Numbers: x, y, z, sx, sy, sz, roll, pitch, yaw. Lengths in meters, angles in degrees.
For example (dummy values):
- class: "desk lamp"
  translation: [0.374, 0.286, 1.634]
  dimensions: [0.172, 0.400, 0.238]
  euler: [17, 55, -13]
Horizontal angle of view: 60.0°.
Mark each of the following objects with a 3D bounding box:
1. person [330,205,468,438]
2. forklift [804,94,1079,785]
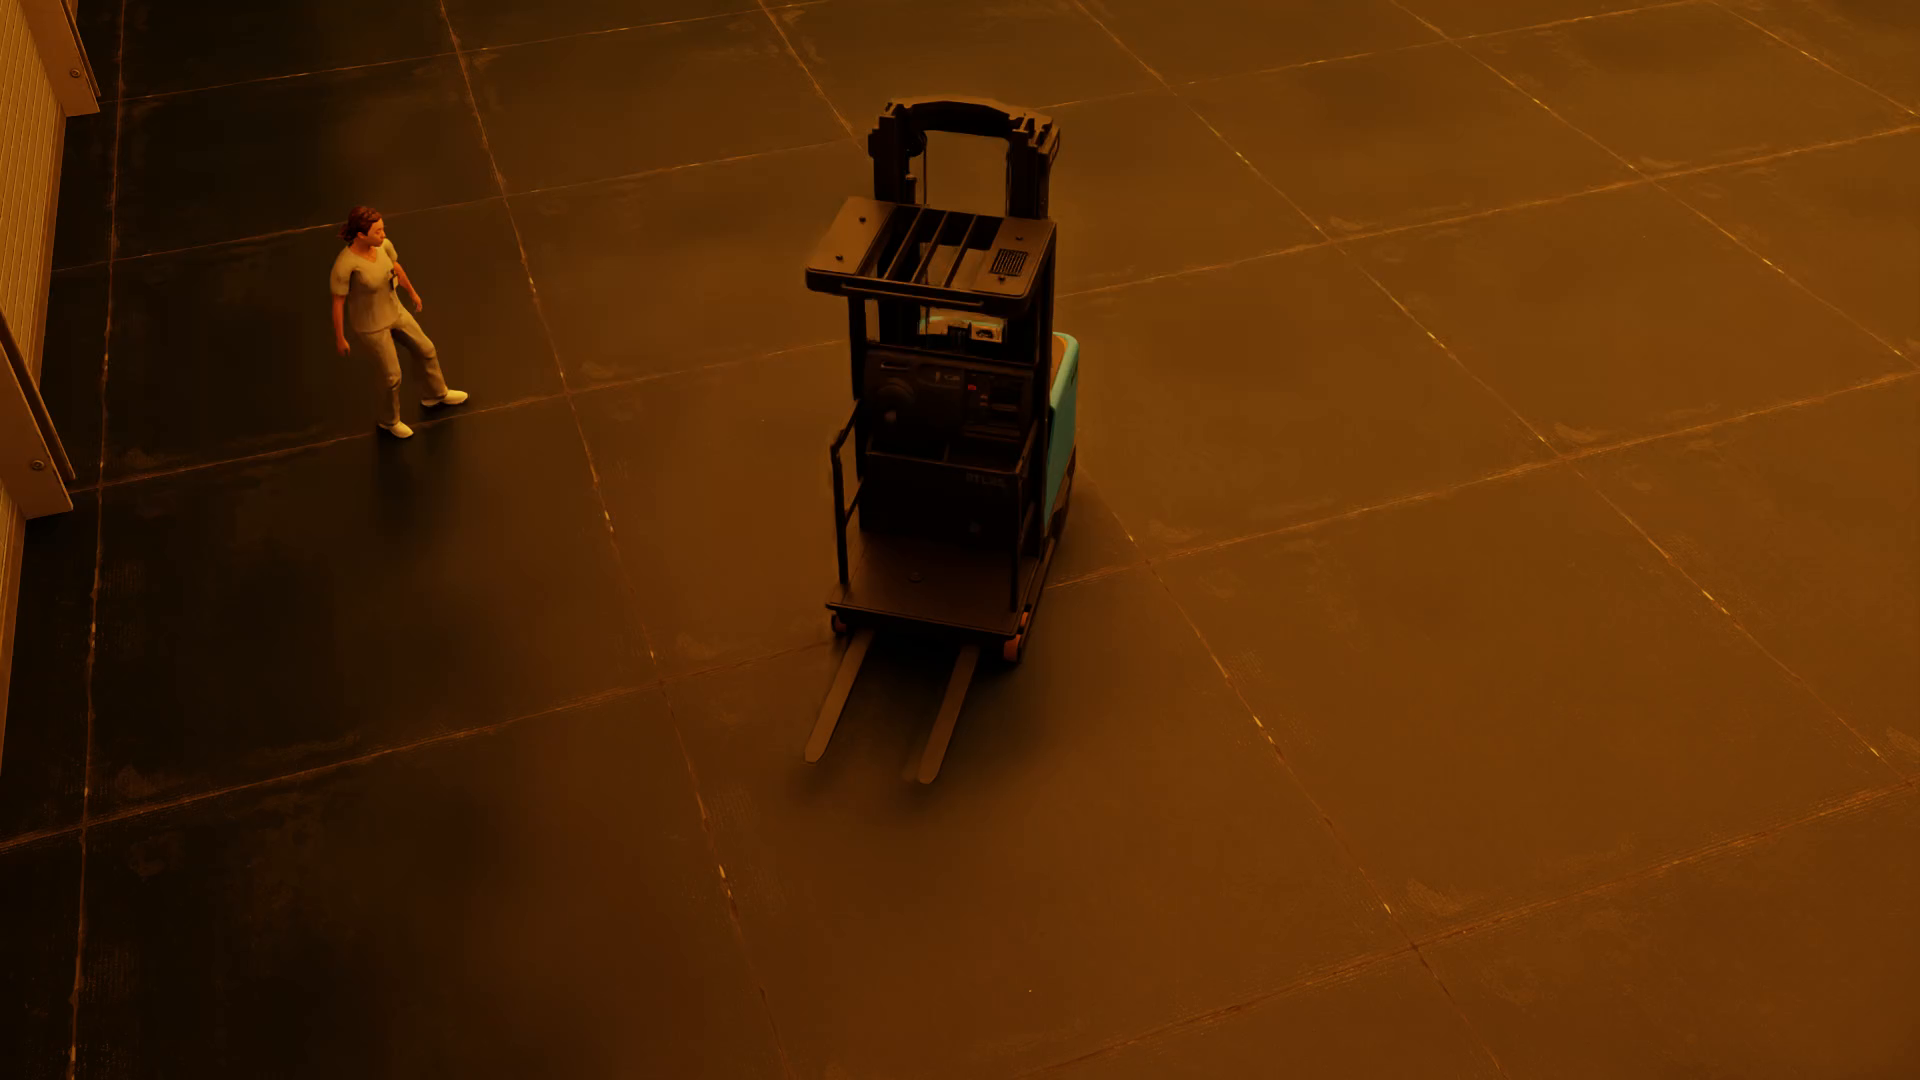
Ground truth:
- class: "person"
  translation: [-3.695, -1.432, 10.707]
  dimensions: [0.367, 1.647, 0.758]
  euler: [18, 43, 20]
- class: "forklift"
  translation: [-0.116, -0.704, 8.834]
  dimensions: [1.130, 2.935, 3.031]
  euler: [9, 41, 11]
